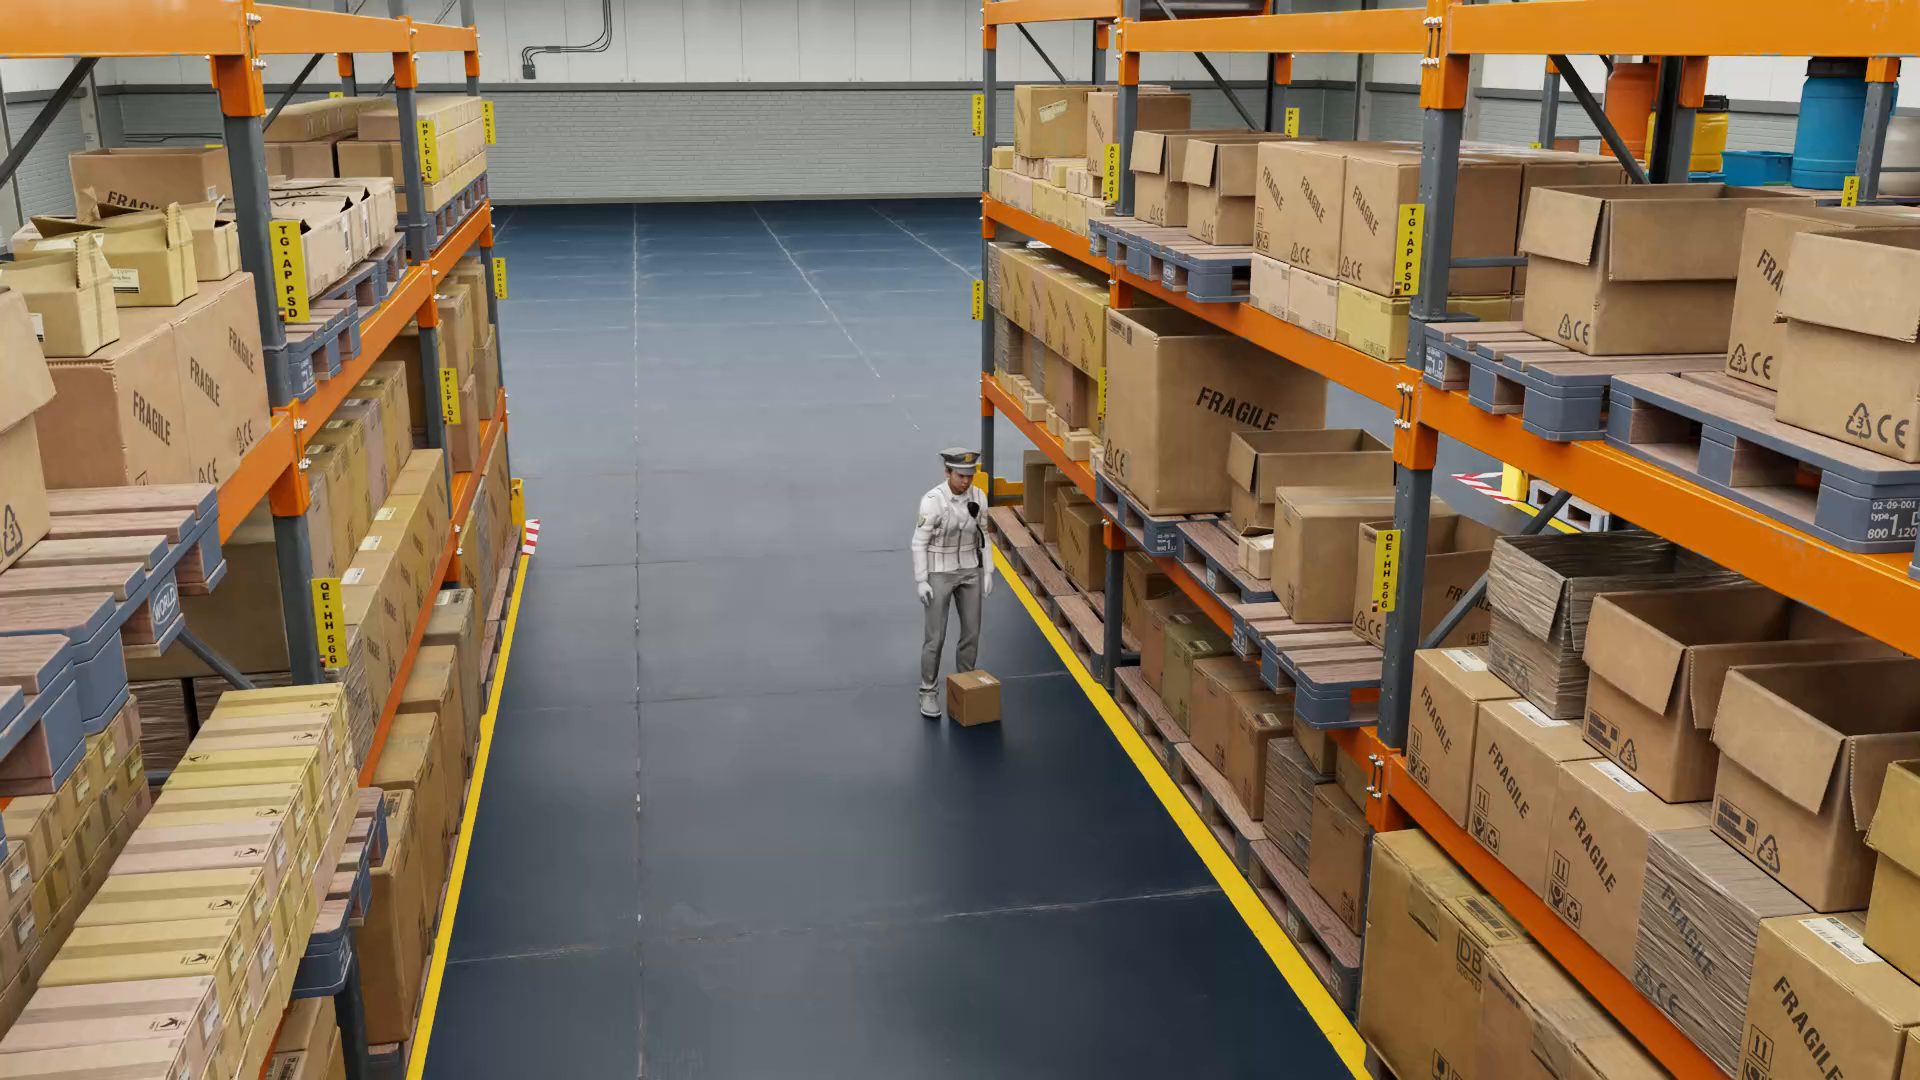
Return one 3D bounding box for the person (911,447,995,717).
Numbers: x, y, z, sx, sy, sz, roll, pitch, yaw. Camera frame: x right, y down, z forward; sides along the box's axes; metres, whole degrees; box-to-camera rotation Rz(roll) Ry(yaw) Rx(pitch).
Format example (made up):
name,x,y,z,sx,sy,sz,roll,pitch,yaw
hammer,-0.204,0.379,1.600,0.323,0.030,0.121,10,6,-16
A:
name,x,y,z,sx,sy,sz,roll,pitch,yaw
person,-0.043,0.236,10.233,0.514,1.664,0.371,-7,18,-23
